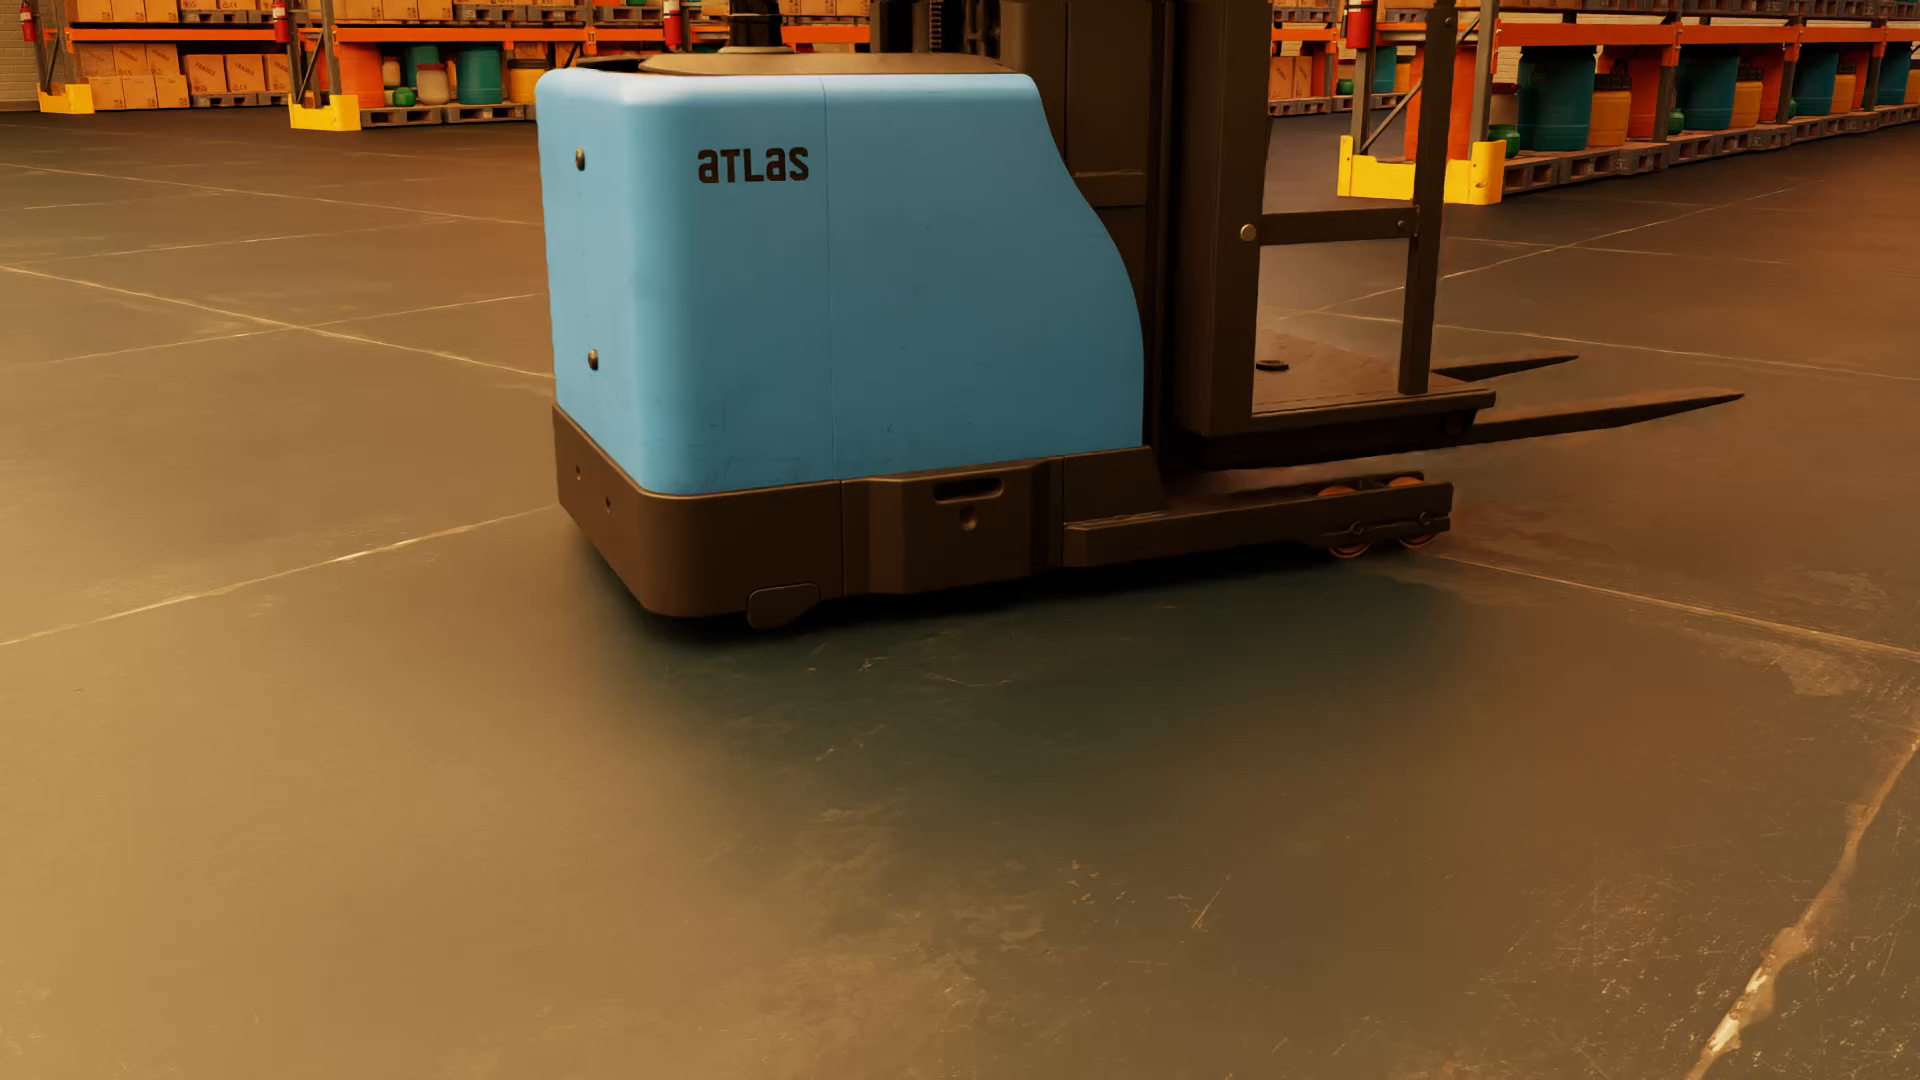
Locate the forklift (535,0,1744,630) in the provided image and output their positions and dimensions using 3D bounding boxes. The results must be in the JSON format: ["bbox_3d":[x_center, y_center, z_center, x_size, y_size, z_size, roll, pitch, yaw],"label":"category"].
[{"bbox_3d":[0.592,-1.492,3.810,3.031,2.935,1.130,-7,18,-23],"label":"forklift"}]
